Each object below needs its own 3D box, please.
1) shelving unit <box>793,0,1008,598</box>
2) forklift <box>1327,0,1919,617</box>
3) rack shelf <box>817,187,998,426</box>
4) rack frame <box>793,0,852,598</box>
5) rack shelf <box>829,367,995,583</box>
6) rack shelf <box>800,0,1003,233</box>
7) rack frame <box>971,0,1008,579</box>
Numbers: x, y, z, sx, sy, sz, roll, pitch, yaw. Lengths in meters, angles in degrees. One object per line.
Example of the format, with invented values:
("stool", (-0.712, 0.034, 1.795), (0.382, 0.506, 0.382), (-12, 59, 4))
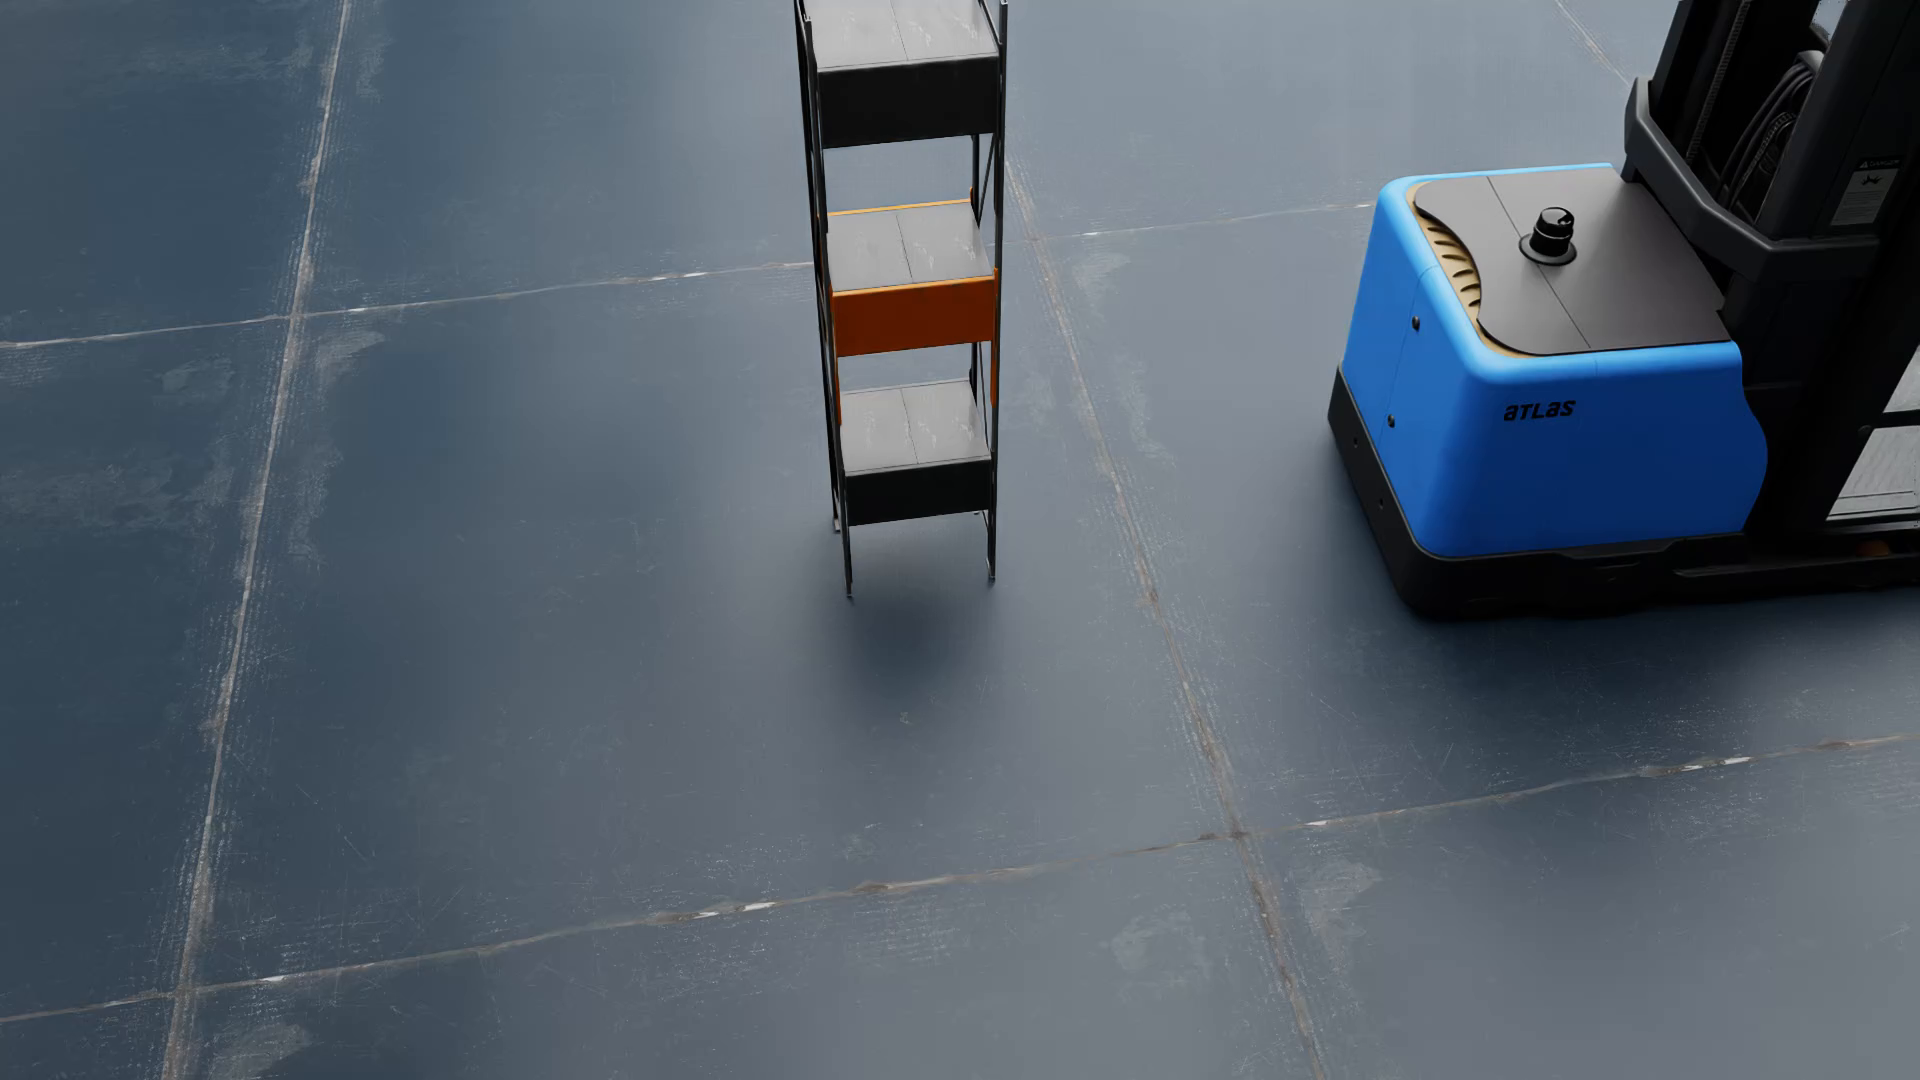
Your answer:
("shelving unit", (-0.163, -0.708, 4.974), (0.503, 2.100, 0.431), (-7, 46, -7))
("forklift", (2.898, -1.234, 4.903), (3.031, 2.935, 1.130), (-5, 46, -5))
("rack shelf", (-0.163, -0.699, 4.984), (0.480, 0.518, 0.431), (-7, 46, -7))
("rack frame", (-0.404, -0.678, 4.945), (0.015, 2.100, 0.400), (-7, 46, -7))
("rack shelf", (-0.163, -0.213, 5.488), (0.480, 0.518, 0.431), (-7, 46, -7))
("rack shelf", (-0.163, -1.184, 4.480), (0.480, 0.518, 0.431), (-7, 46, -7))
("rack frame", (0.077, -0.738, 5.003), (0.015, 2.100, 0.400), (-7, 46, -7))
